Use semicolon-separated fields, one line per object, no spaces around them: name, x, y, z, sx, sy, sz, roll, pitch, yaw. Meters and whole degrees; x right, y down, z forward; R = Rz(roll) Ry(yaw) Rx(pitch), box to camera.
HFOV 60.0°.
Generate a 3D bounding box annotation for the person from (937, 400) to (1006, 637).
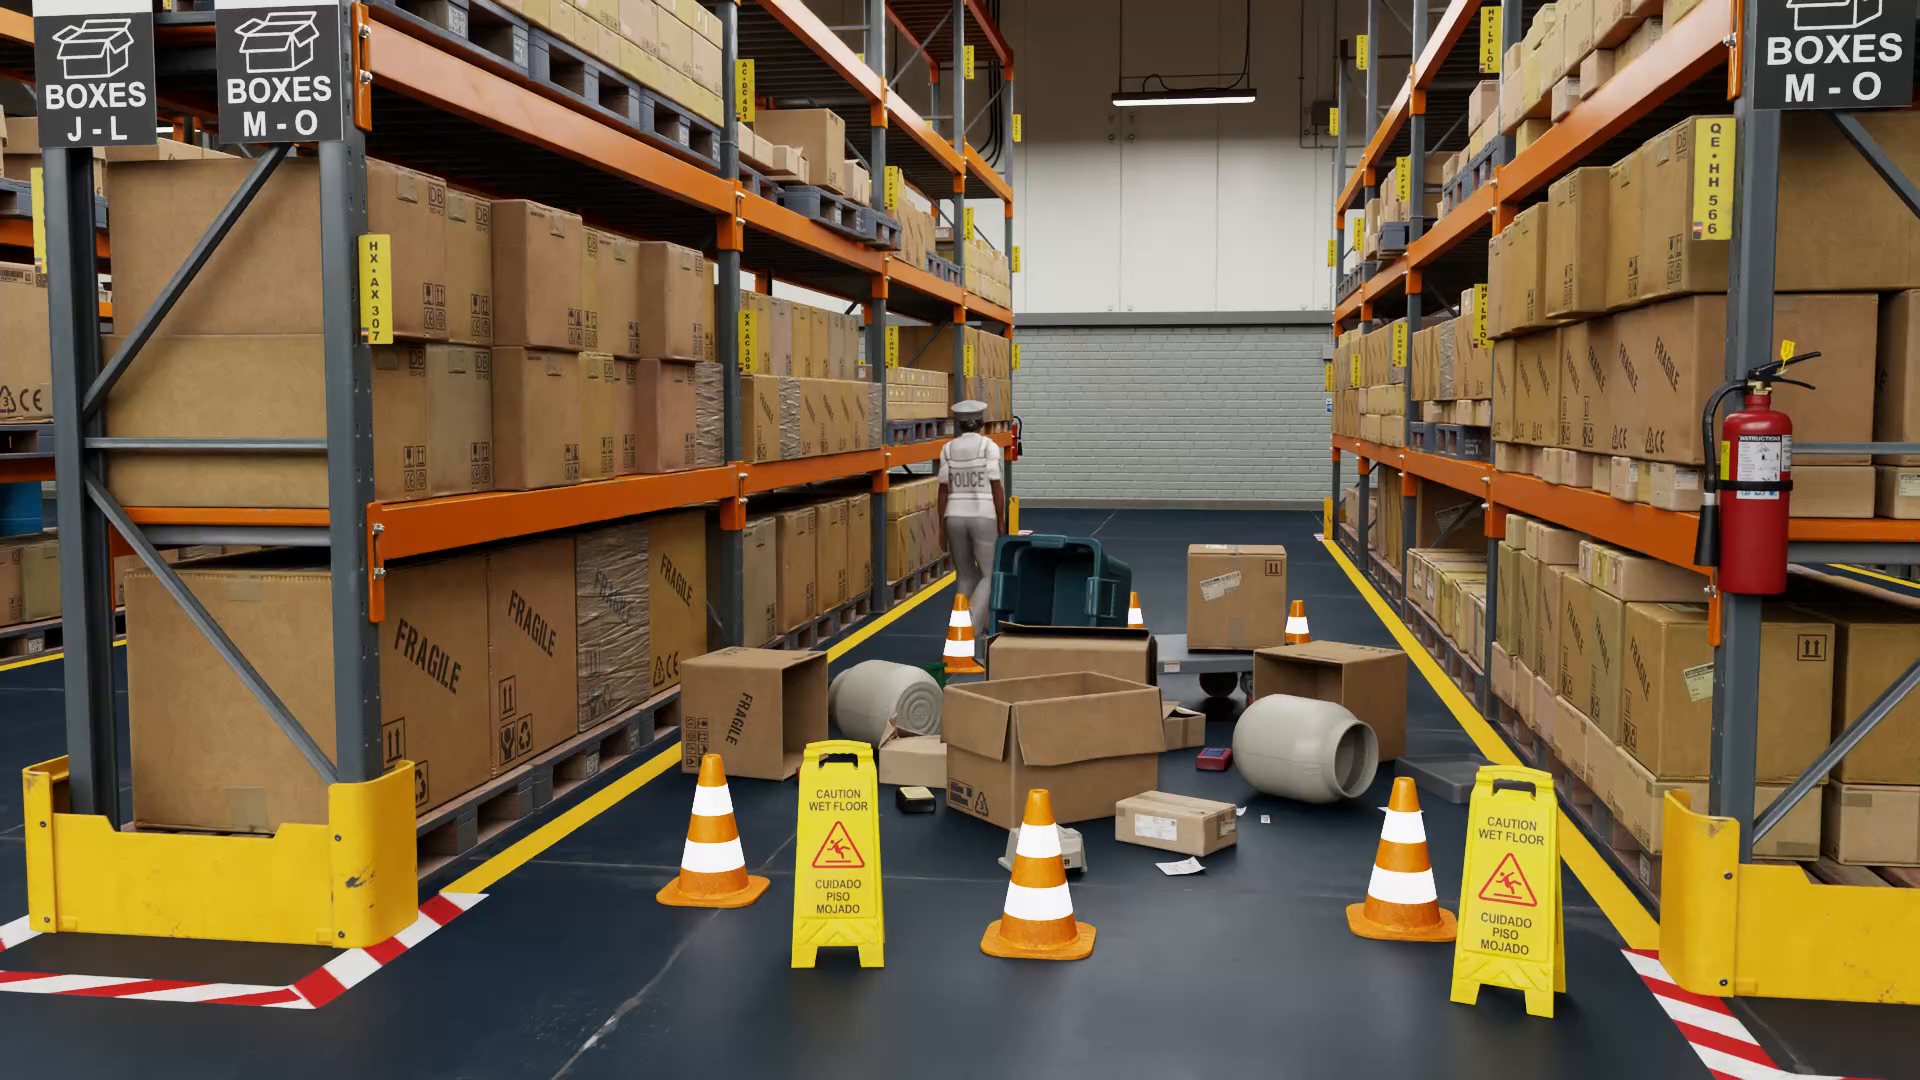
person;0.068;-0.088;10.941;0.515;1.665;0.550;2;5;24
